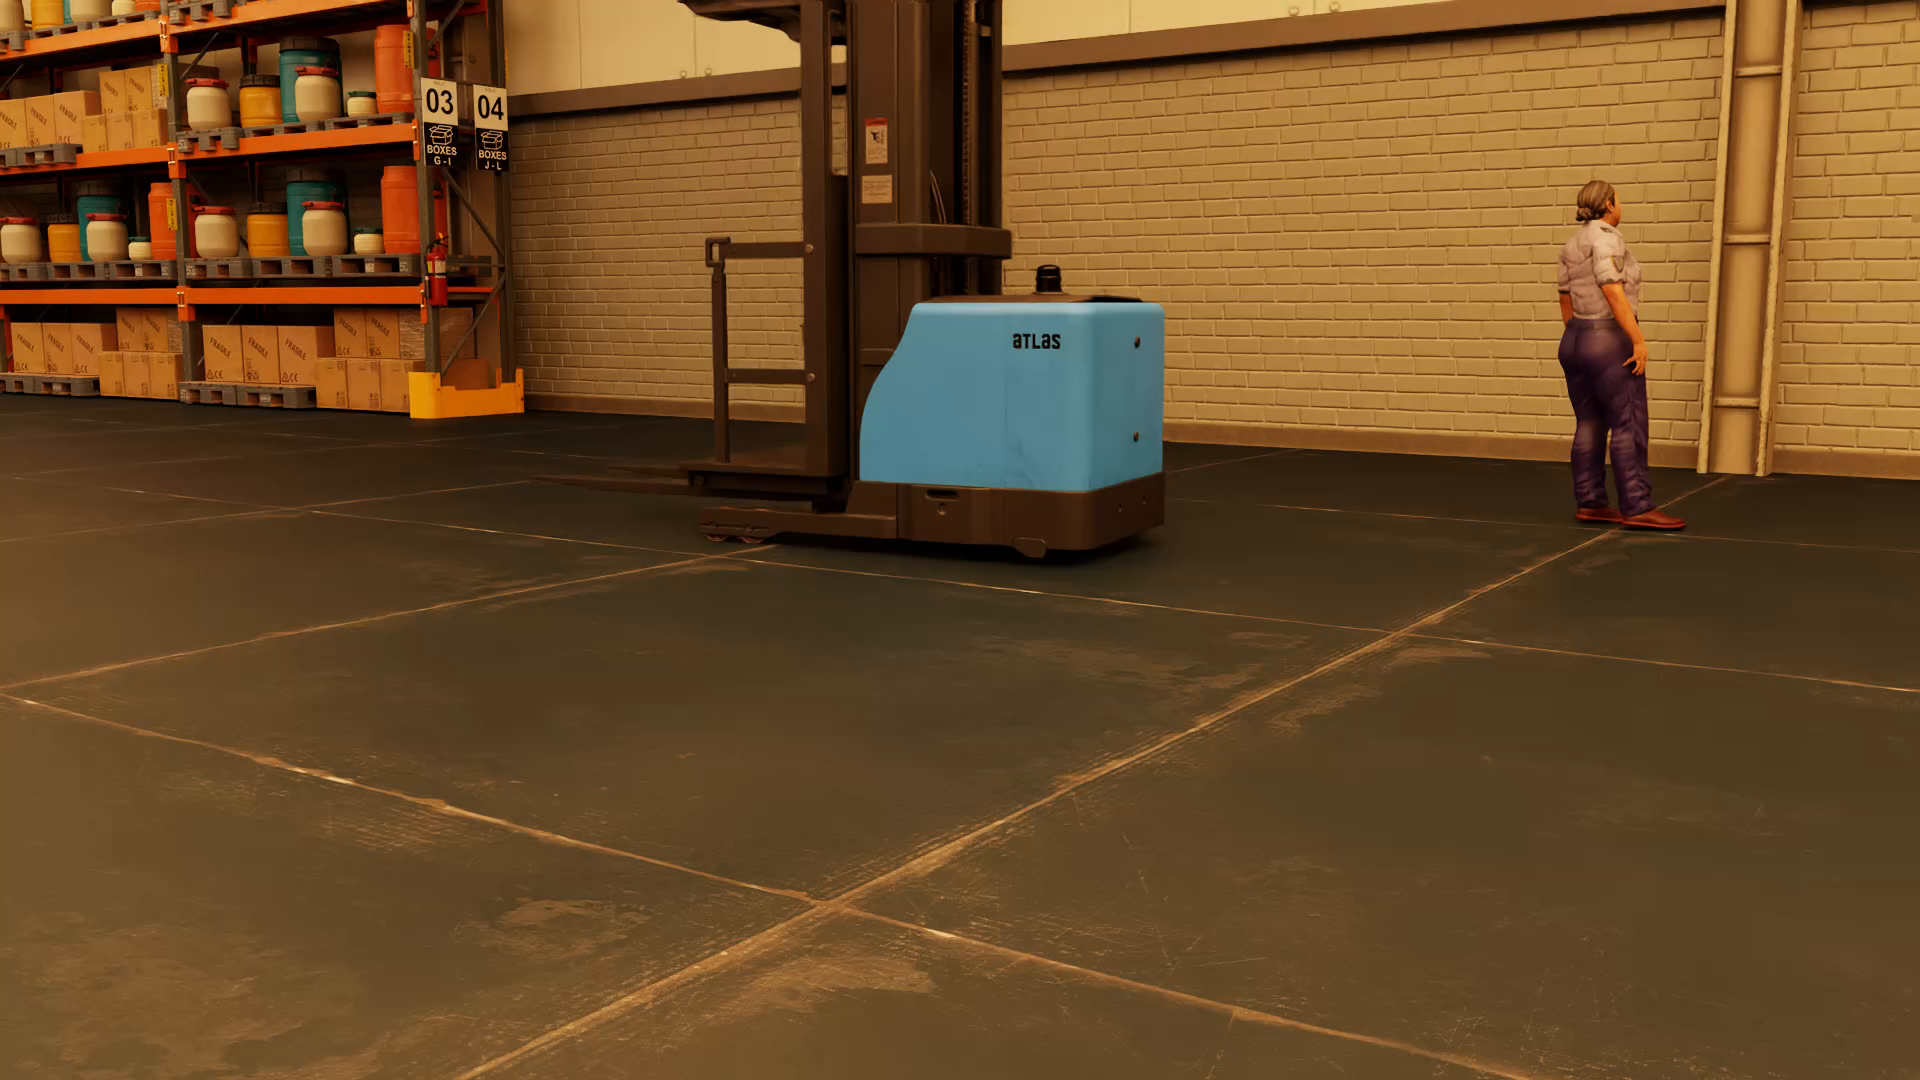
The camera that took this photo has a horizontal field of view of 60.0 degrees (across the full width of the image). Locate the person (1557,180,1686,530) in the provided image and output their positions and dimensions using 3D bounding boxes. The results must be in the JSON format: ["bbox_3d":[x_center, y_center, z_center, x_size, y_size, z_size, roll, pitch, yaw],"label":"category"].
[{"bbox_3d":[3.189,-0.894,8.042,0.495,1.643,0.590,-1,8,-8],"label":"person"}]

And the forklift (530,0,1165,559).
[{"bbox_3d":[-0.619,-1.491,7.681,3.031,2.935,1.130,4,9,26],"label":"forklift"}]
